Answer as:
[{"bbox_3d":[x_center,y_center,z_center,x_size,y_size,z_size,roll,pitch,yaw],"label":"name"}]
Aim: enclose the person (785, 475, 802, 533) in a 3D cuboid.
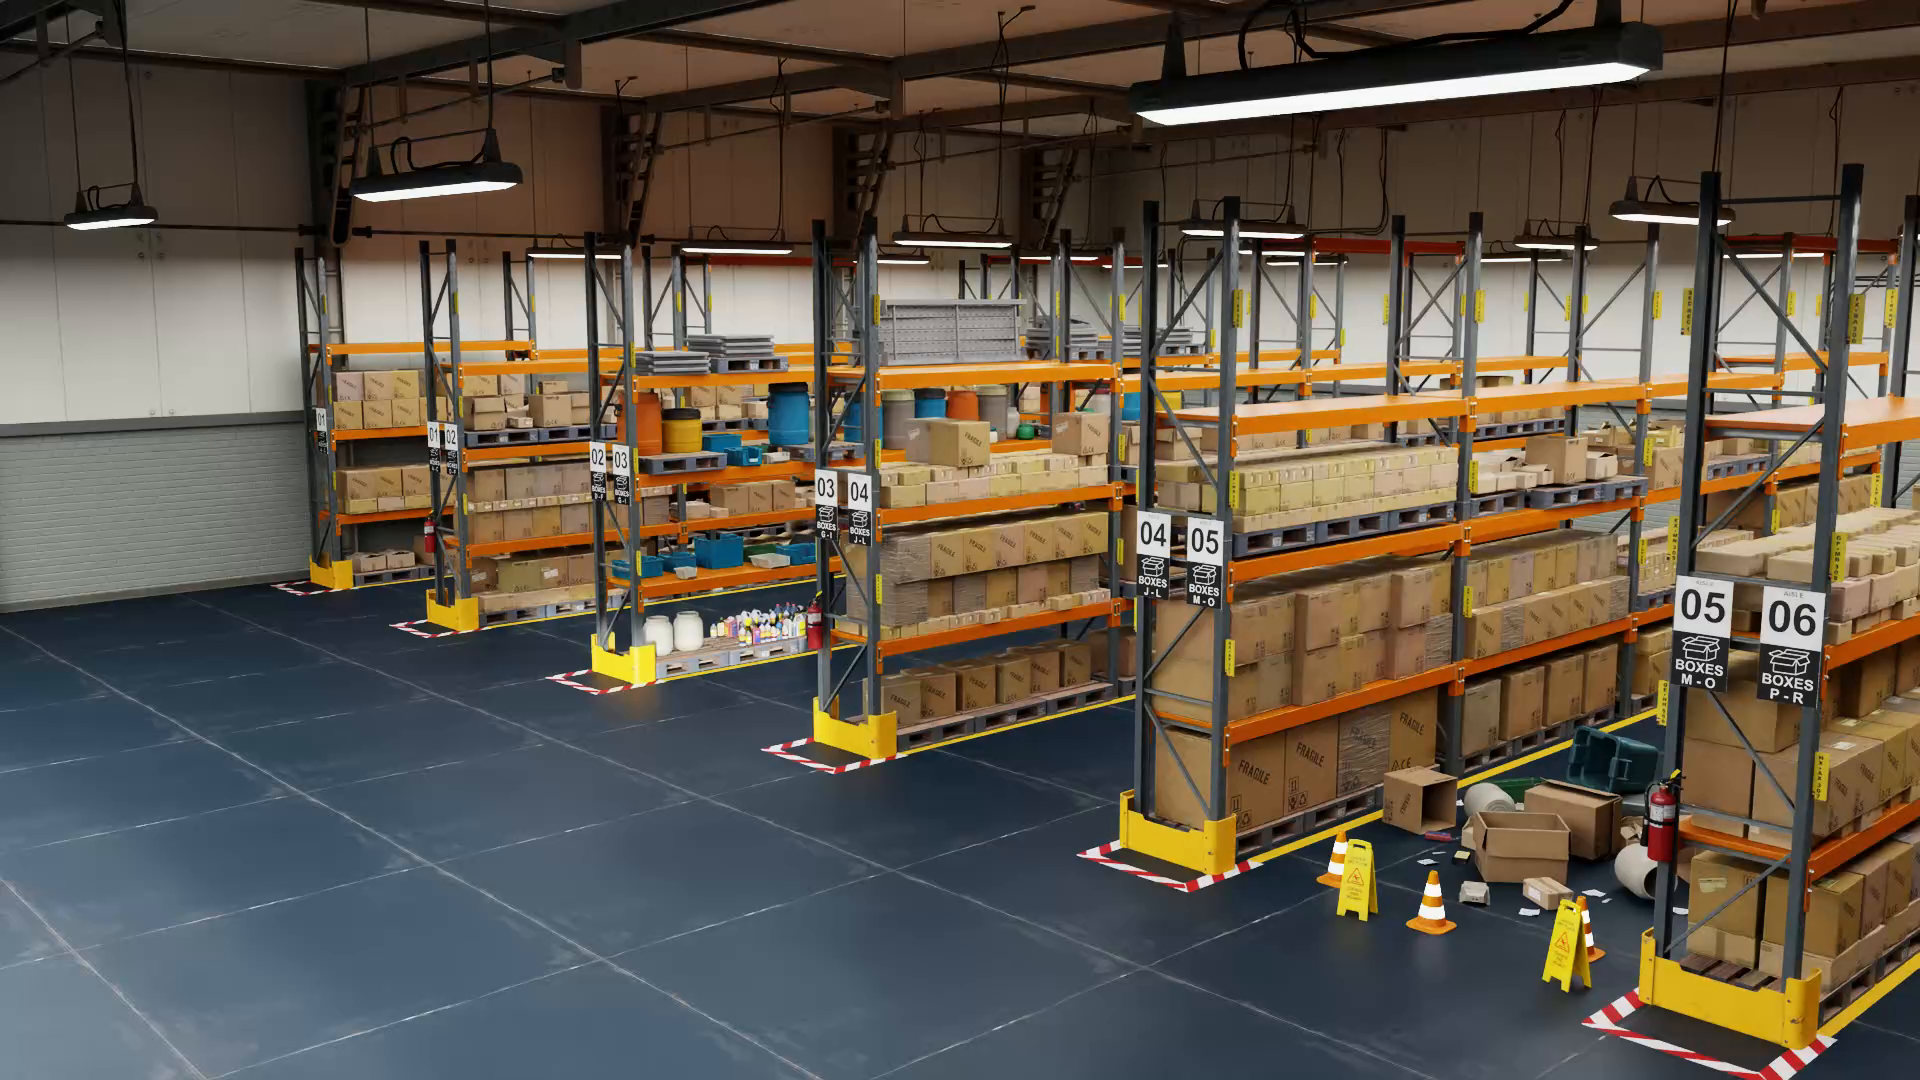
[{"bbox_3d":[-3.331,-0.508,32.947,0.495,1.583,0.612,-6,11,-37],"label":"person"}]
